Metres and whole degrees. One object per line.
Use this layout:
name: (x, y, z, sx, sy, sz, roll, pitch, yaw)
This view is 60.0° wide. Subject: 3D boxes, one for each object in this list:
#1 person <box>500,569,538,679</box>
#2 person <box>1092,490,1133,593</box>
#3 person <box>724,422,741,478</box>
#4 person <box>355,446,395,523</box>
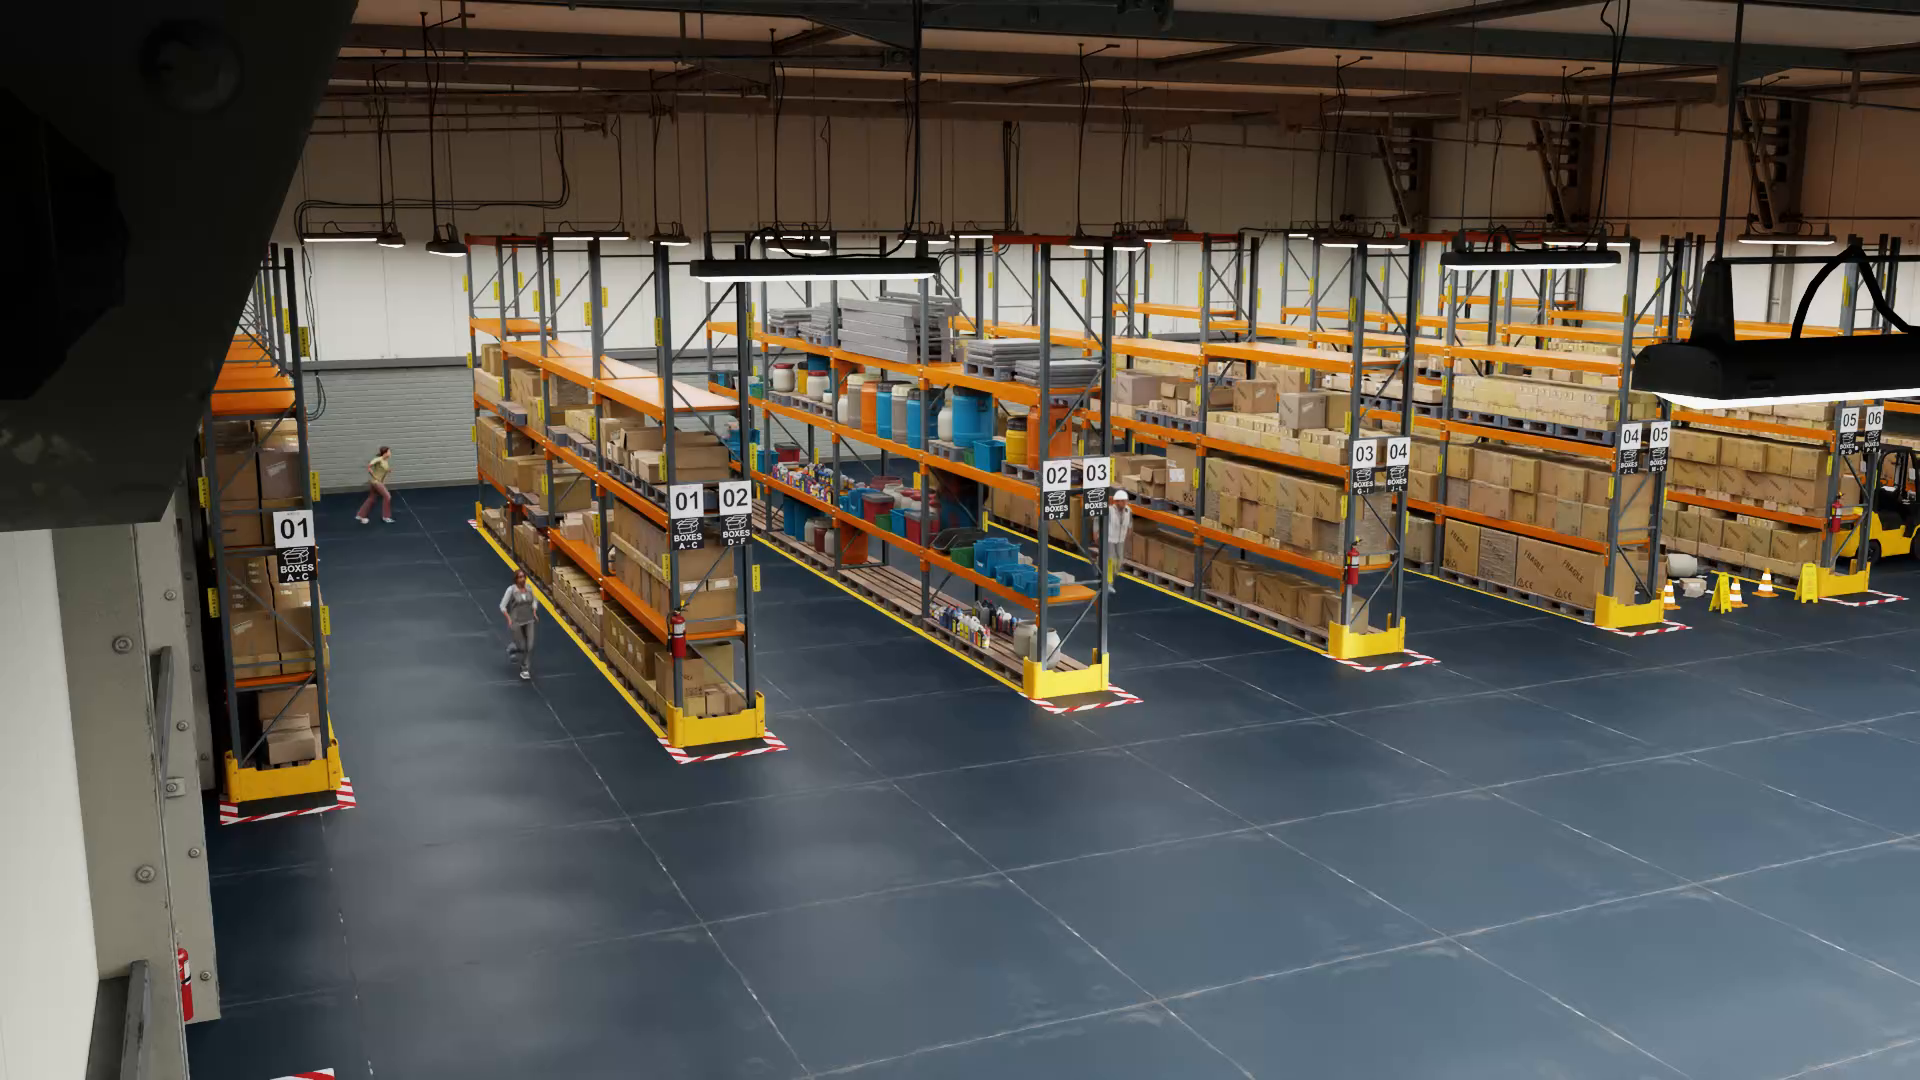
person: (-6.138, 1.146, 23.187, 0.542, 1.549, 0.584, -7, 13, -34)
person: (2.506, 0.011, 27.157, 0.641, 1.716, 0.739, -7, 13, -31)
person: (-5.192, -1.778, 37.687, 0.998, 1.798, 0.730, -3, 11, -13)
person: (-12.291, -1.167, 34.974, 0.798, 1.621, 0.571, -1, 11, -7)
